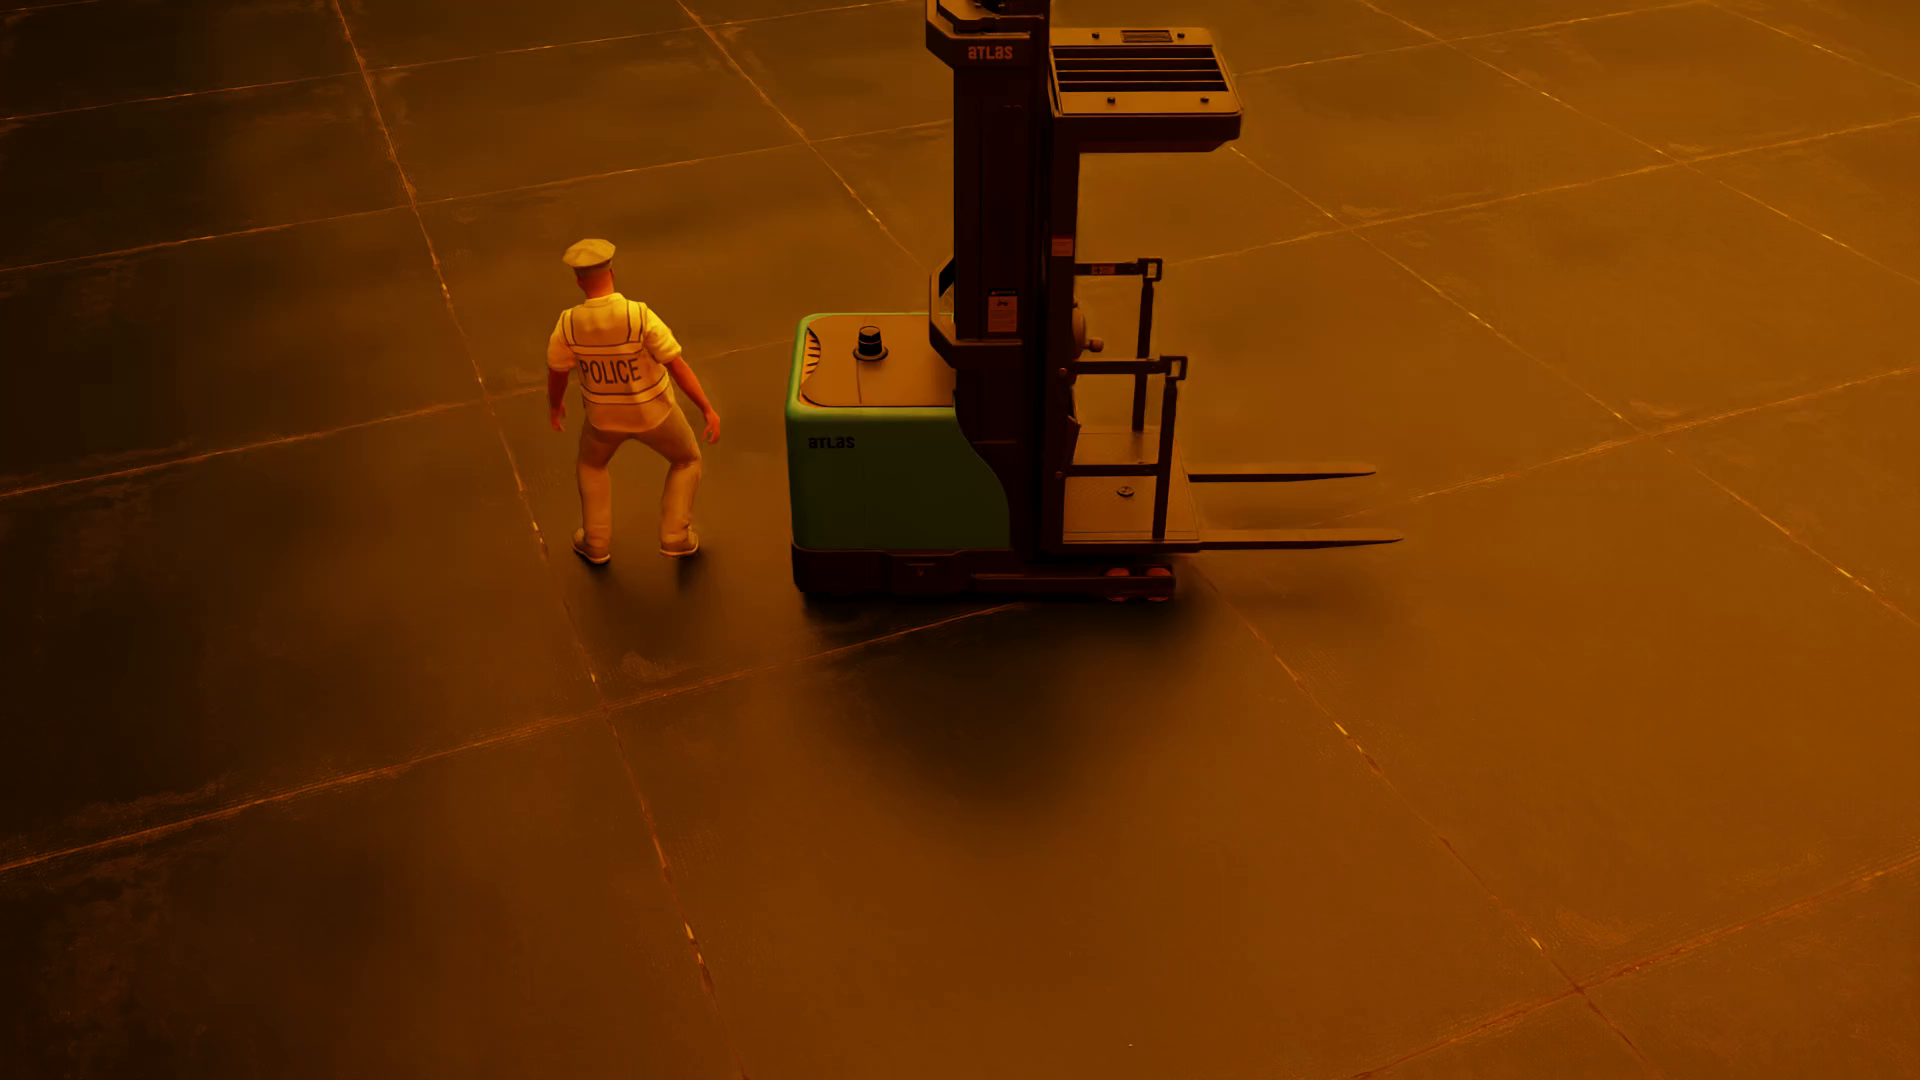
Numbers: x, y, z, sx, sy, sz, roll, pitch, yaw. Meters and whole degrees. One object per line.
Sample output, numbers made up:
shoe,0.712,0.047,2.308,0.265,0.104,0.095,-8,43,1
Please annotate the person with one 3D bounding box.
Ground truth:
person,-1.593,-0.641,8.105,0.898,1.673,0.491,4,36,5

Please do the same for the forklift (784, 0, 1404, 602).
forklift,0.685,-1.200,7.786,3.031,2.935,1.130,0,35,-1
